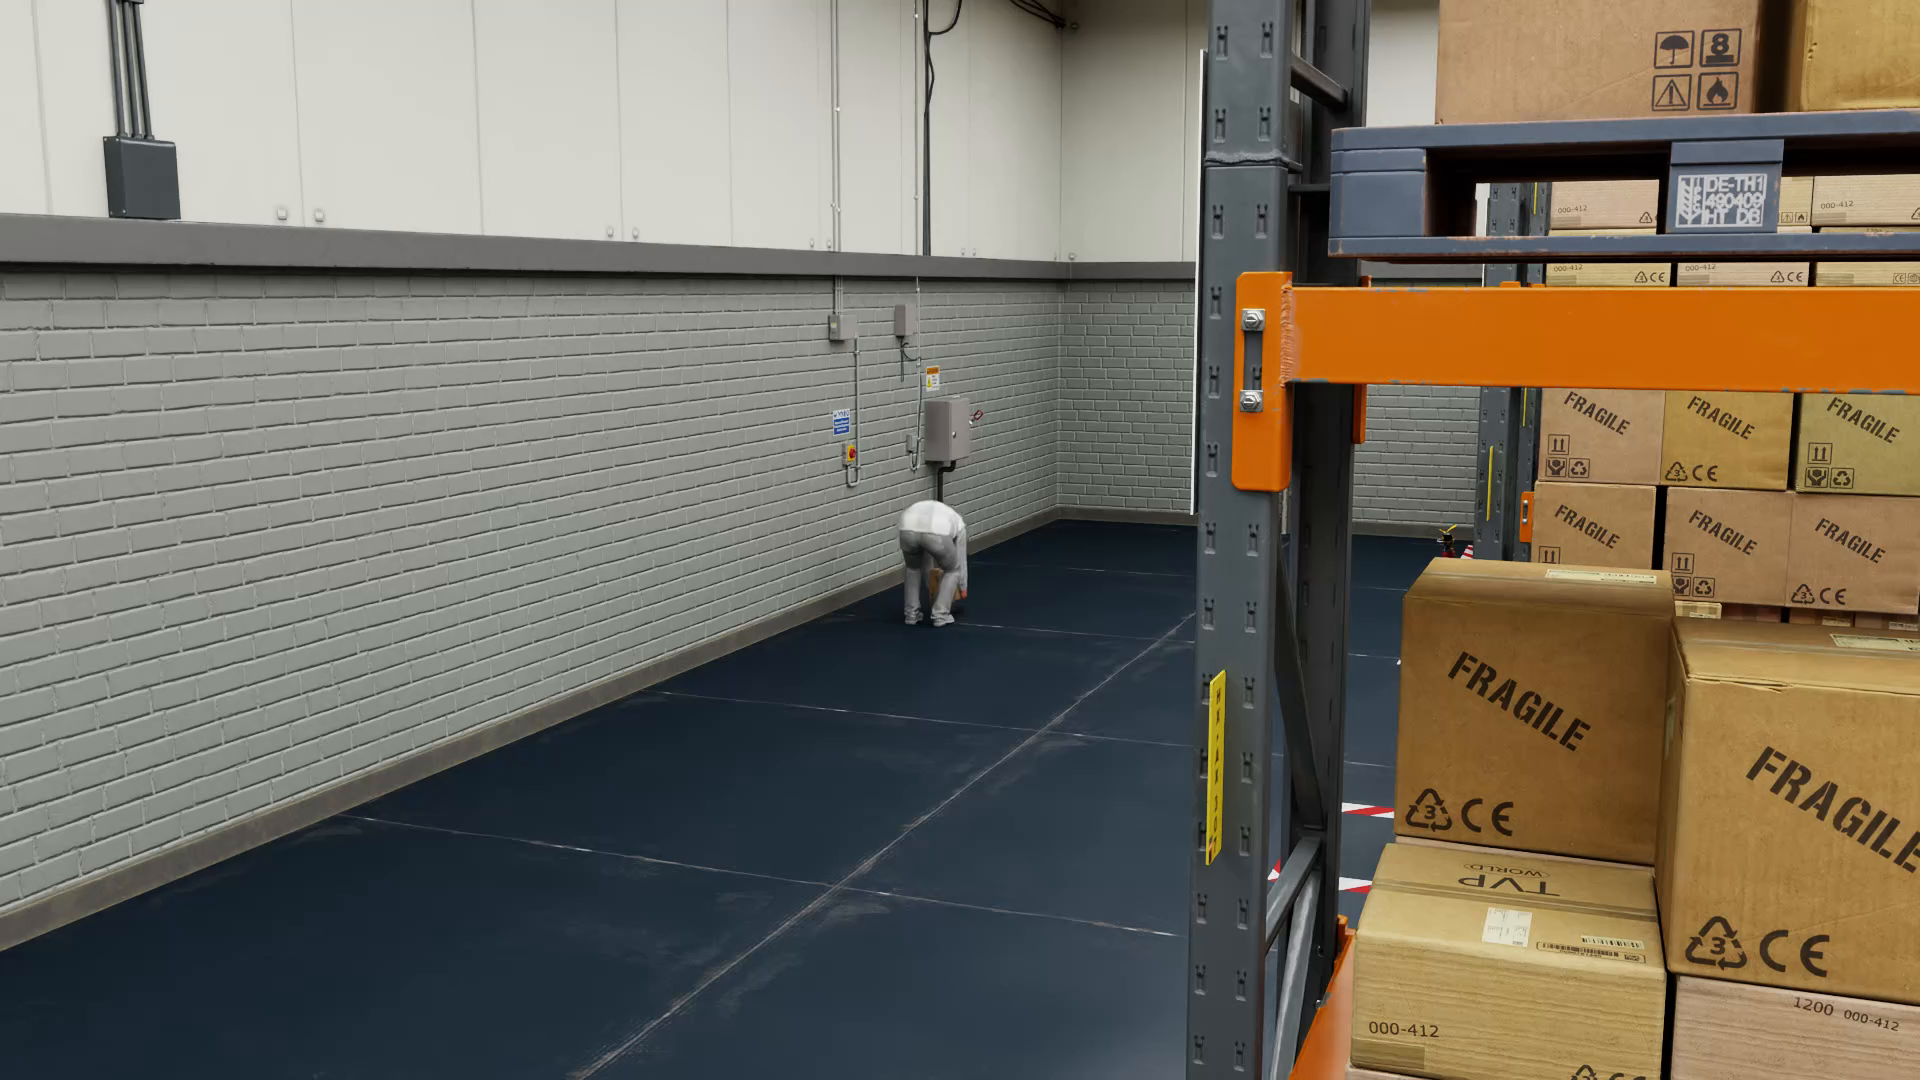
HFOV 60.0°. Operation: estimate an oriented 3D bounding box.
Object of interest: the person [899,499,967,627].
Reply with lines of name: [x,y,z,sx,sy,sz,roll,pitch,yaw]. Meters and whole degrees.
person: [-0.197,0.151,14.164,0.492,1.053,1.007,3,9,18]
